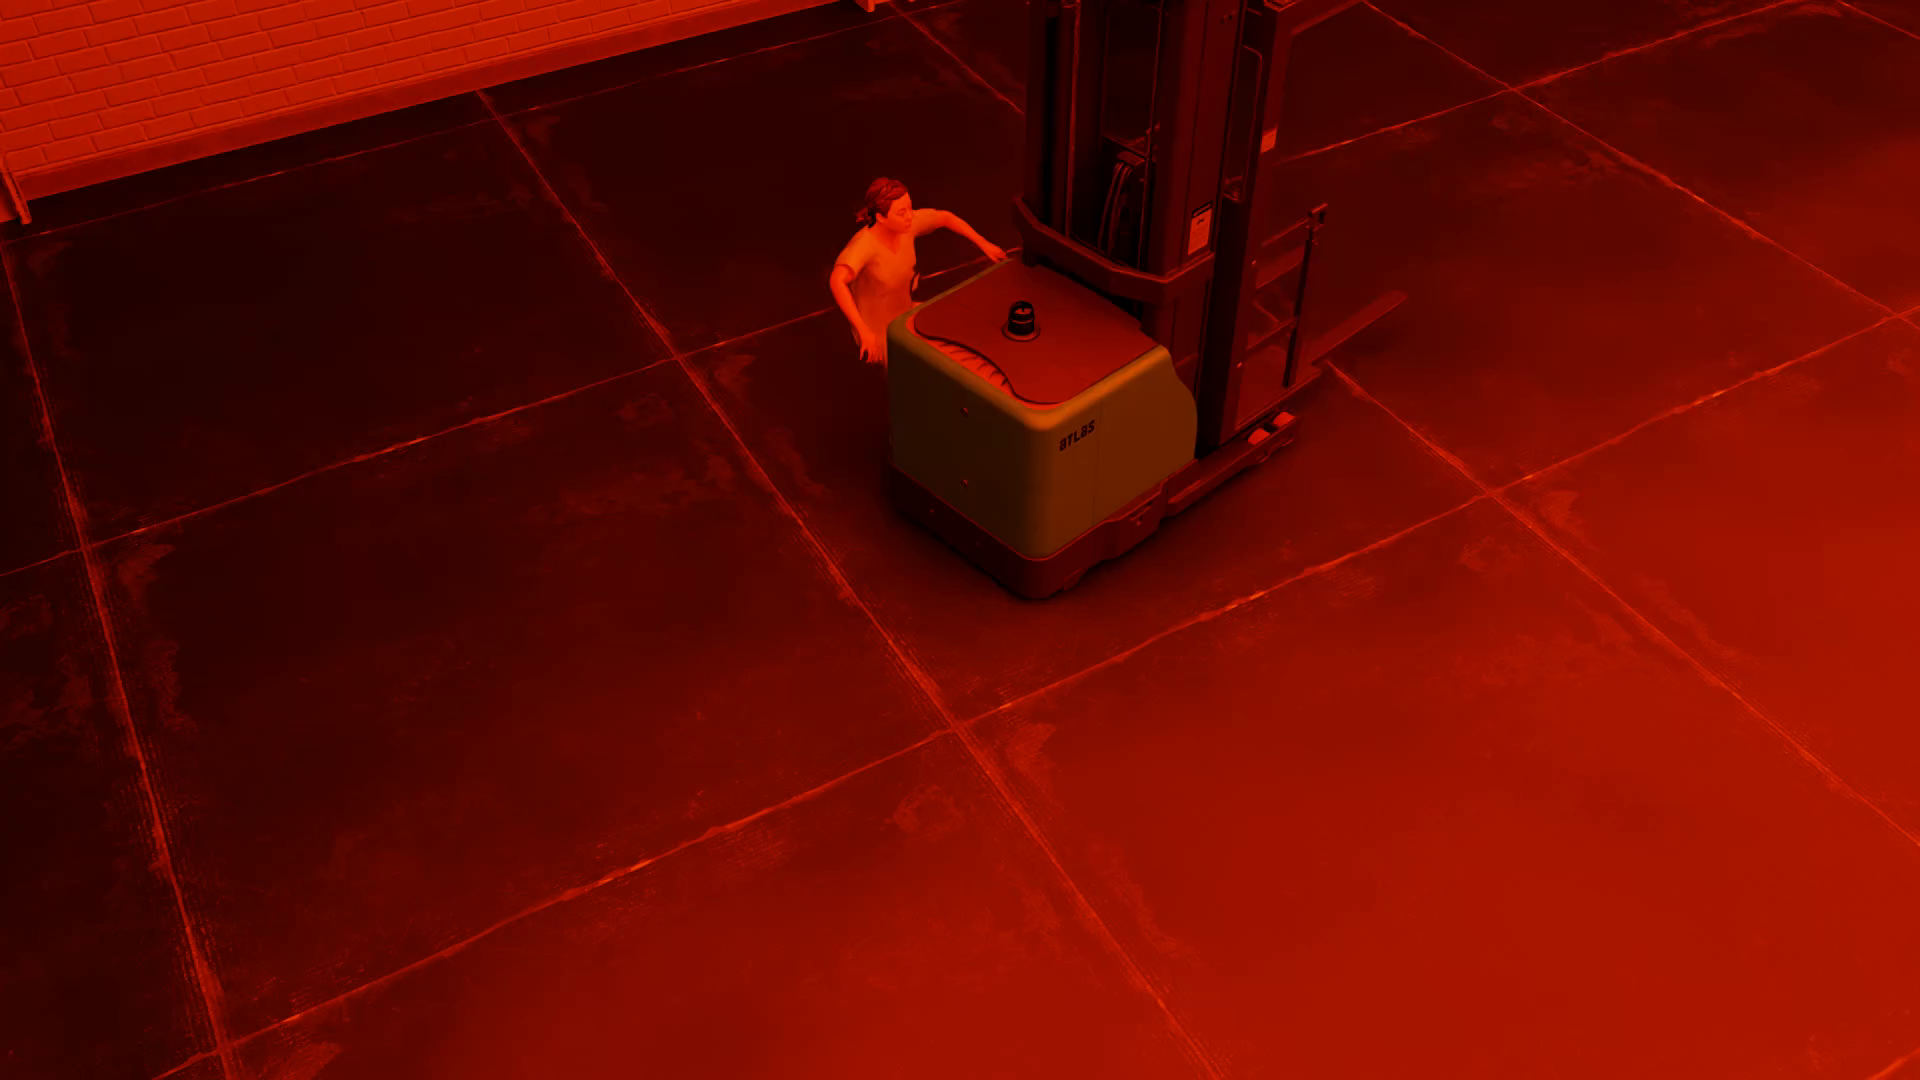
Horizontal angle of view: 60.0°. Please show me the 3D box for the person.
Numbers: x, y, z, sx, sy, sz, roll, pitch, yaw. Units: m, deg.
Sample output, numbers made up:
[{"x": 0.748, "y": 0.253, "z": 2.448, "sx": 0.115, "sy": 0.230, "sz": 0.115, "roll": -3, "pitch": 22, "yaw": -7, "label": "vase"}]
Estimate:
[{"x": -0.151, "y": -0.994, "z": 7.794, "sx": 0.793, "sy": 1.410, "sz": 0.997, "roll": 24, "pitch": 48, "yaw": 24, "label": "person"}]

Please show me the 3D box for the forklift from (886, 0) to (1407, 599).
[{"x": 1.078, "y": -1.691, "z": 7.522, "sx": 3.031, "sy": 2.935, "sz": 1.130, "roll": -33, "pitch": 52, "yaw": -30, "label": "forklift"}]
